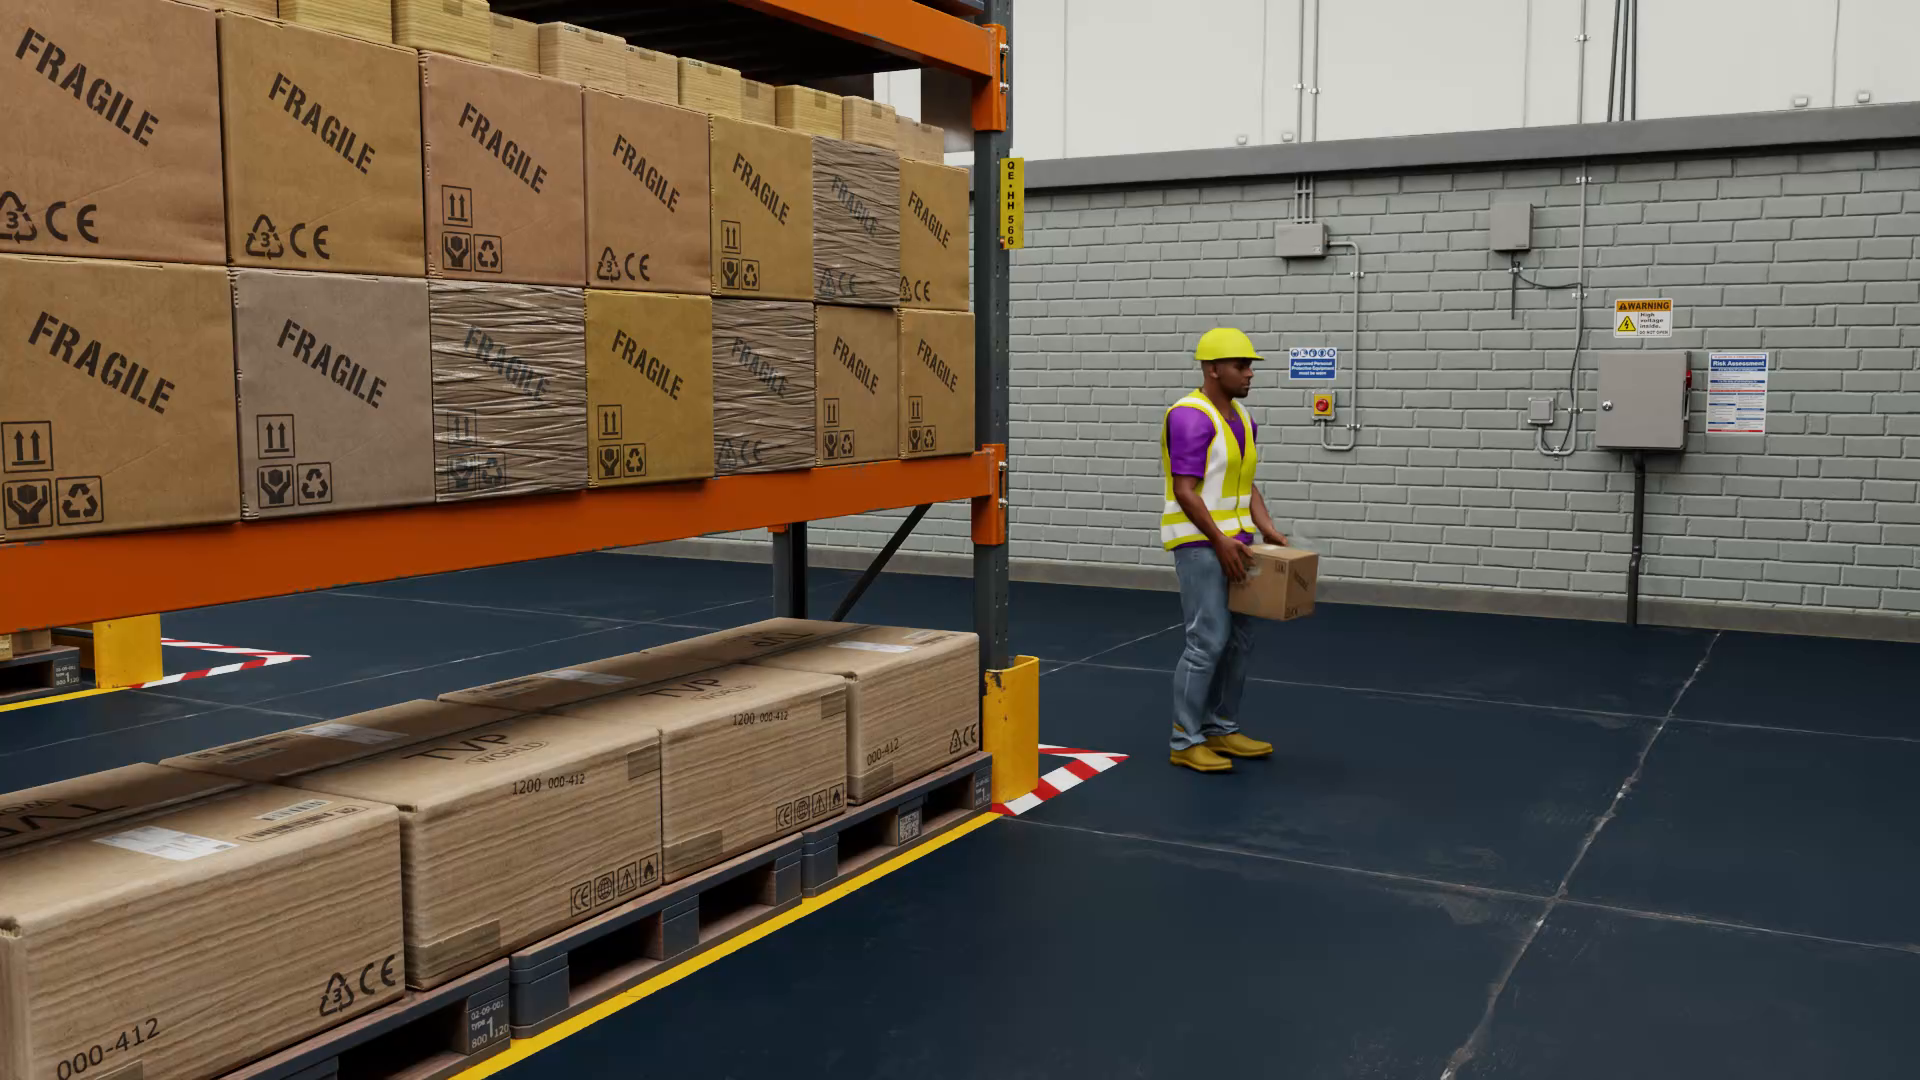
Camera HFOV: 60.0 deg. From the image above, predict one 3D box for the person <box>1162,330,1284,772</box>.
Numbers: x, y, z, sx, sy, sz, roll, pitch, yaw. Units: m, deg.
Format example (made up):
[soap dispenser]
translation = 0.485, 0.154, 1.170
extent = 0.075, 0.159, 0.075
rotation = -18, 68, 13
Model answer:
[person]
translation = 1.072, 0.031, 6.774
extent = 0.460, 1.755, 0.629
rotation = 4, 7, 37
